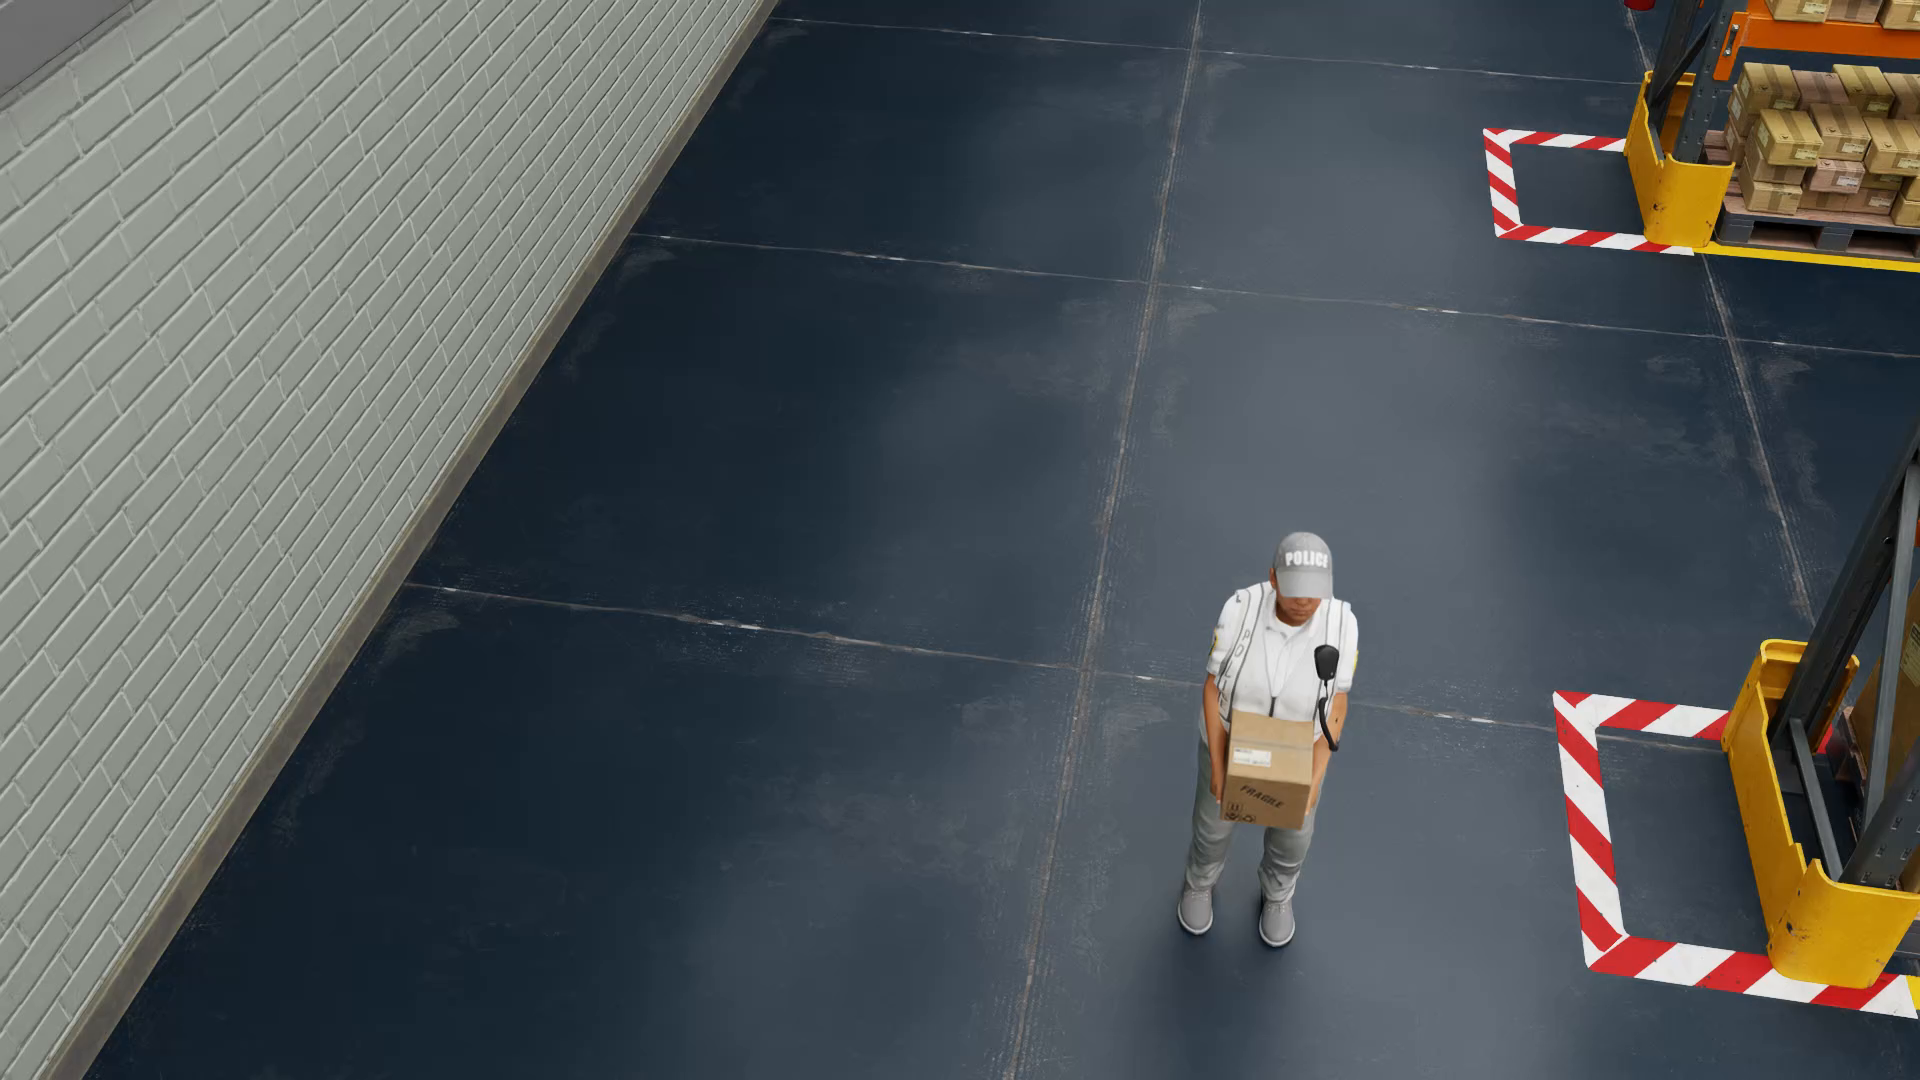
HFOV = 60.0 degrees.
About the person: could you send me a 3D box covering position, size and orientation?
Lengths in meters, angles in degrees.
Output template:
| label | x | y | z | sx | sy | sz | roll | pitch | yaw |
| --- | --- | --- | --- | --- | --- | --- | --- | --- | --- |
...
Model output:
| label | x | y | z | sx | sy | sz | roll | pitch | yaw |
| --- | --- | --- | --- | --- | --- | --- | --- | --- | --- |
| person | 0.982 | 0.708 | 5.342 | 0.453 | 1.653 | 0.541 | 7 | 41 | 8 |
